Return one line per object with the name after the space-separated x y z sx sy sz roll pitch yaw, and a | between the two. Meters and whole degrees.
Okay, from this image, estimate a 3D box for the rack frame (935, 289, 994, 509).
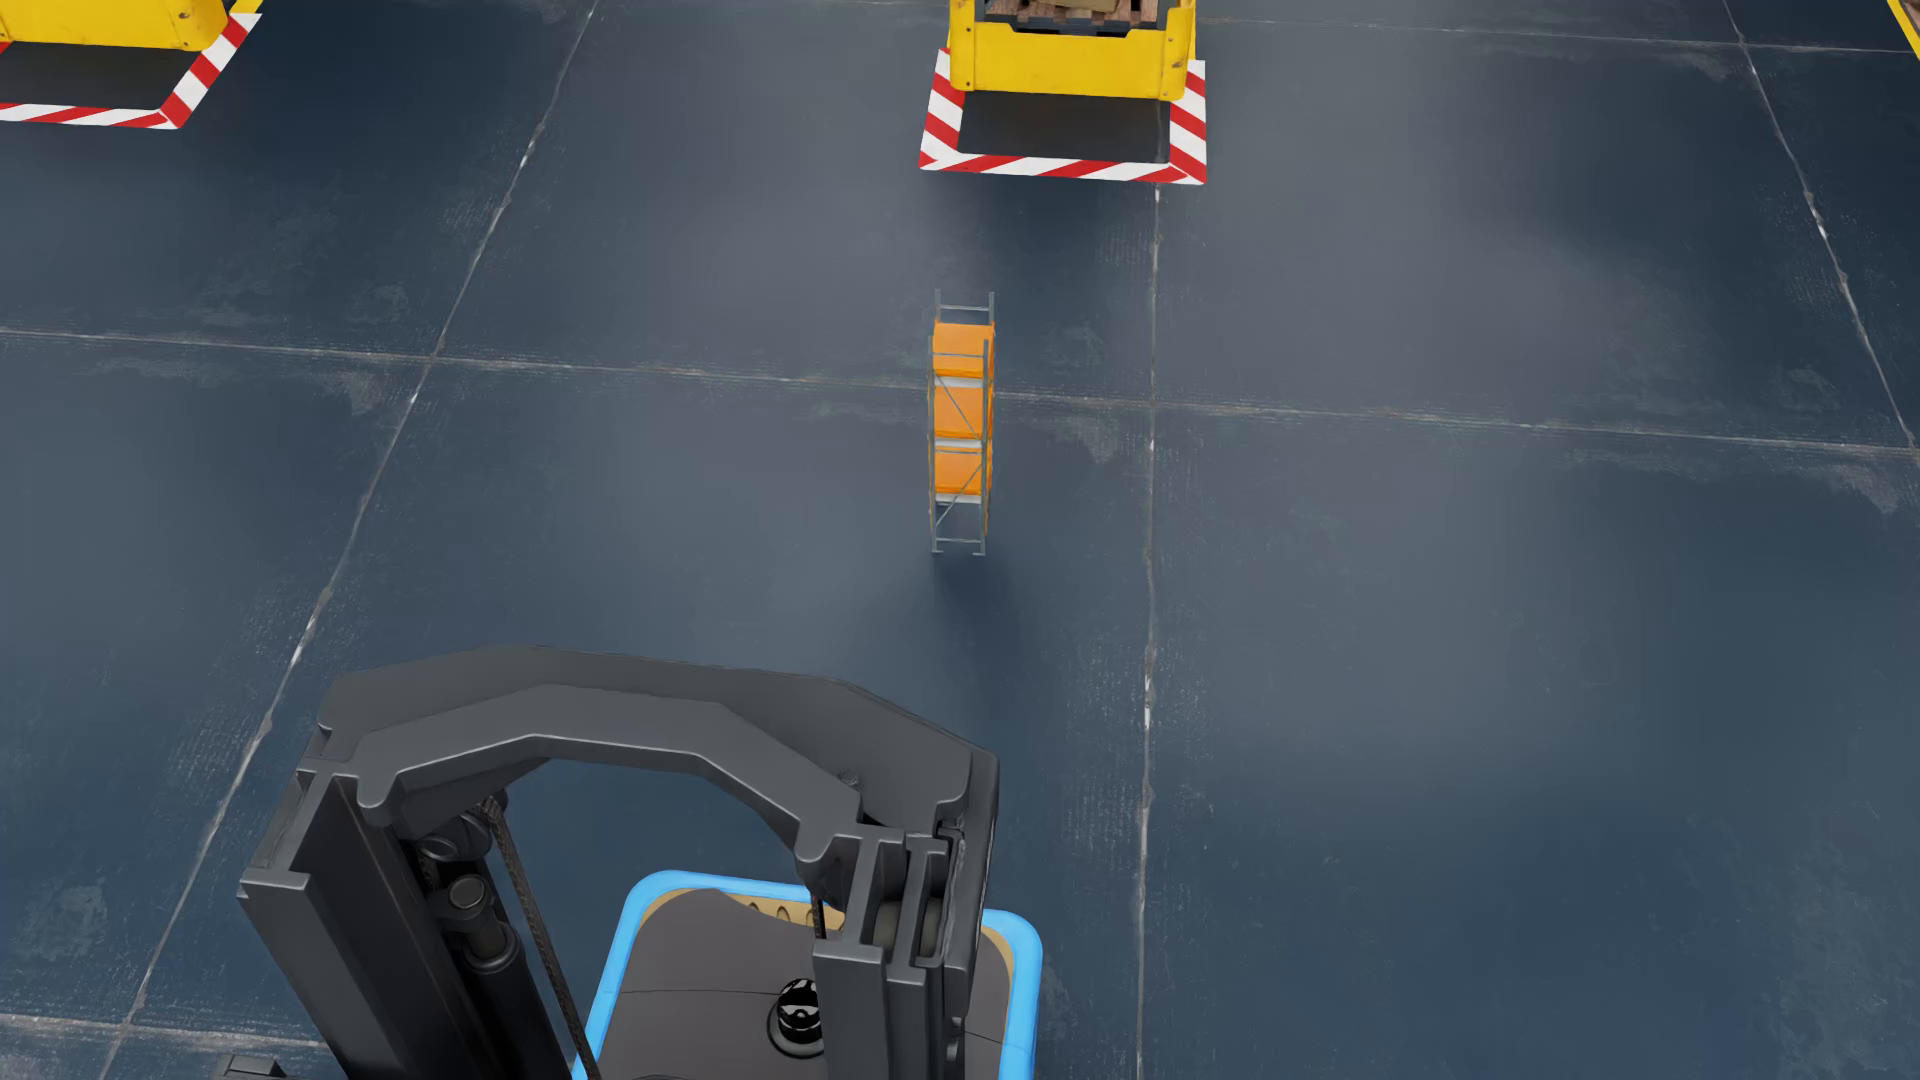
0.016 -0.483 5.981 0.200 1.050 0.008 4 48 4 | rack frame

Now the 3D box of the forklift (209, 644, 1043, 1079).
-0.505 1.664 2.742 1.130 2.935 3.031 6 48 5 | forklift

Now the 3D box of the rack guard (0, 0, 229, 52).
-4.436 -2.841 8.510 1.175 0.500 0.348 4 48 4 | rack guard

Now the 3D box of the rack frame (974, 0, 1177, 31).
0.536 -3.293 7.229 1.000 3.000 0.127 4 48 4 | rack frame

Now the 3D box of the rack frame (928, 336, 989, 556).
-0.006 -0.304 5.817 0.200 1.050 0.008 4 48 4 | rack frame

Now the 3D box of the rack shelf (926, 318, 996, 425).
0.005 -0.578 5.697 0.215 0.259 0.240 4 48 4 | rack shelf

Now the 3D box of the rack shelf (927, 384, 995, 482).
0.005 -0.386 5.906 0.215 0.259 0.240 4 48 4 | rack shelf

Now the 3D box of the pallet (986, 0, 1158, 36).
0.652 -3.002 8.853 1.003 0.211 1.213 4 48 4 | pallet

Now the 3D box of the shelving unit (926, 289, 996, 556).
0.005 -0.394 5.899 0.215 1.050 0.252 4 48 4 | shelving unit

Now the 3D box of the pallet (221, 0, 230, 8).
-4.357 -3.340 9.162 1.003 0.211 1.213 4 48 4 | pallet

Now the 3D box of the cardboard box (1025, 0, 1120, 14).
0.609 -3.049 8.415 0.500 0.500 0.500 12 49 11 | cardboard box

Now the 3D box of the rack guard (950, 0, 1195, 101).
0.543 -2.505 8.202 1.175 0.500 0.348 4 48 4 | rack guard

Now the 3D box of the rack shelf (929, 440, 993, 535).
0.005 -0.199 6.111 0.215 0.259 0.240 4 48 4 | rack shelf
